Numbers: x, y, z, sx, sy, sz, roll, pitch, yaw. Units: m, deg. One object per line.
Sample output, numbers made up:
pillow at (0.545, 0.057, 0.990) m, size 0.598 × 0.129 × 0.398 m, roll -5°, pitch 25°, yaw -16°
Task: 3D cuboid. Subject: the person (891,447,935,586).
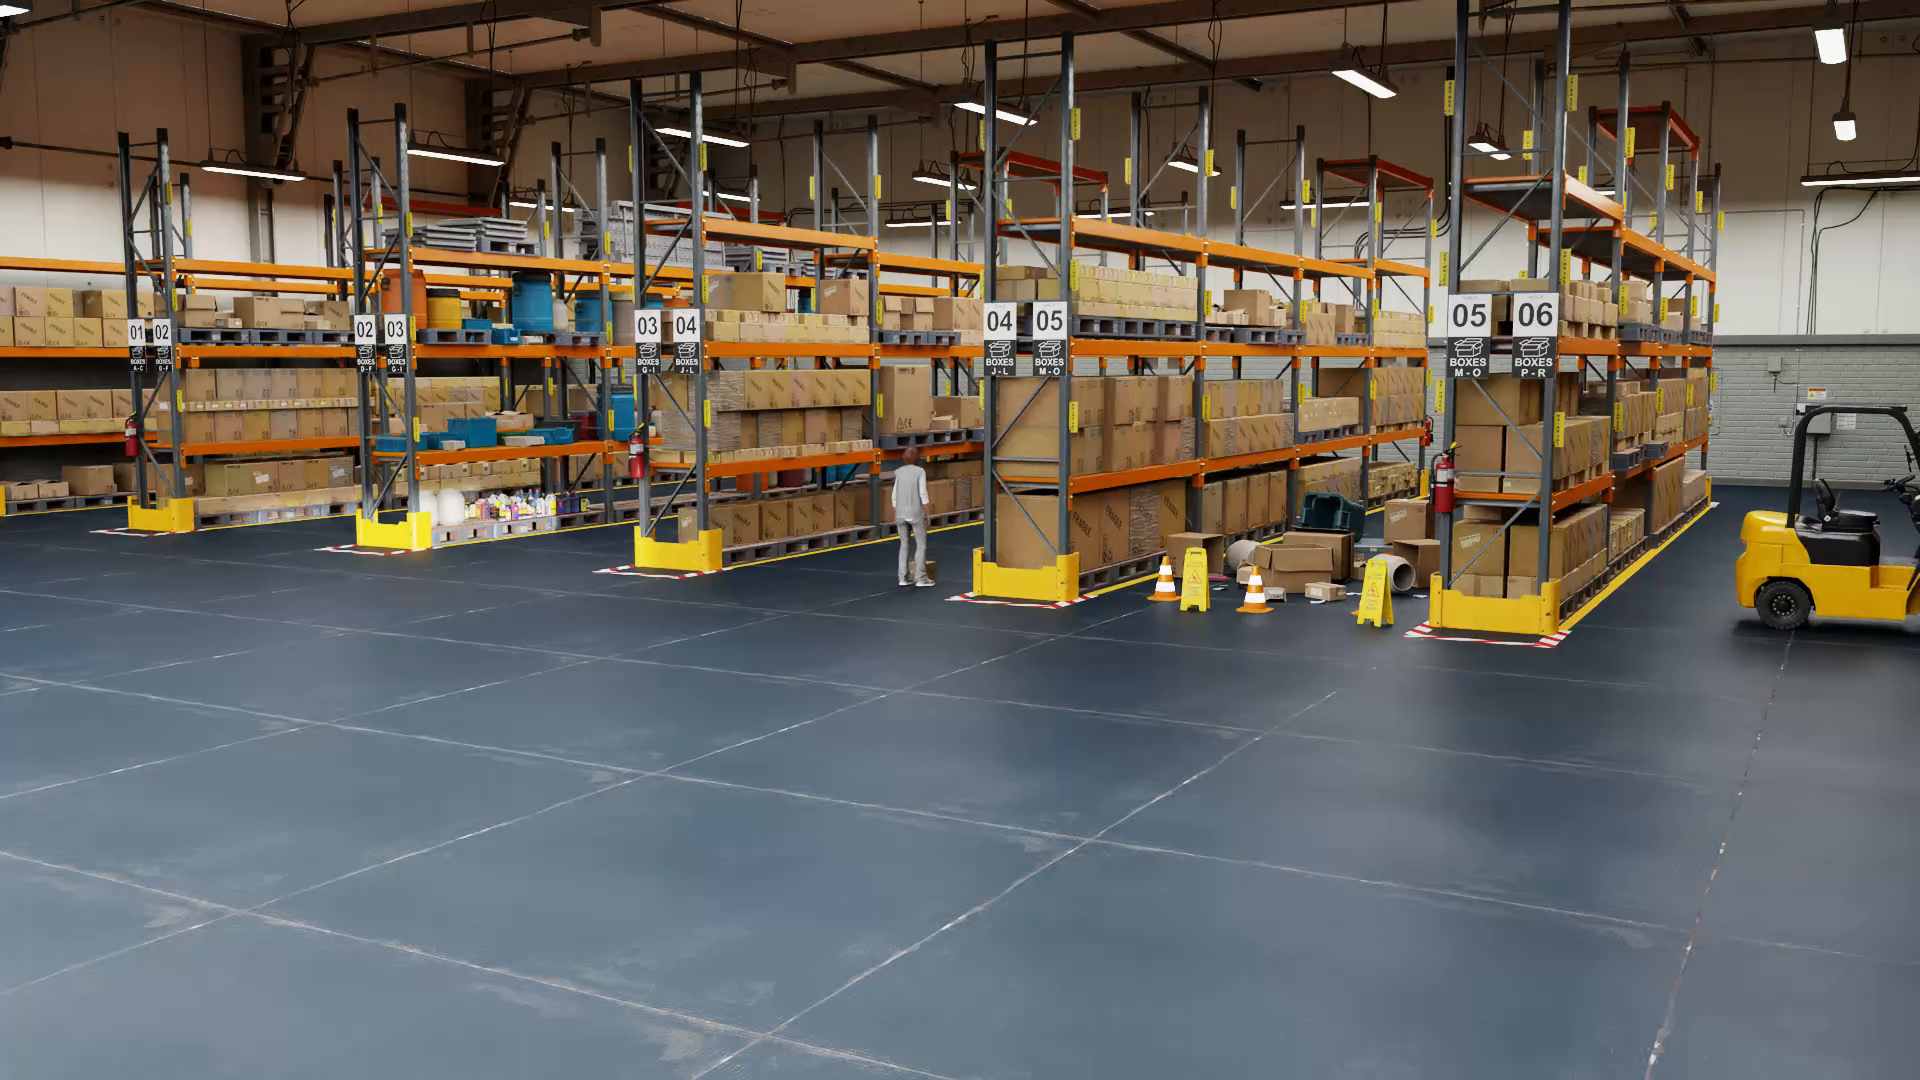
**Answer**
person at (-0.553, -0.264, 19.024) m, size 0.476 × 1.591 × 0.346 m, roll 3°, pitch 7°, yaw 25°
